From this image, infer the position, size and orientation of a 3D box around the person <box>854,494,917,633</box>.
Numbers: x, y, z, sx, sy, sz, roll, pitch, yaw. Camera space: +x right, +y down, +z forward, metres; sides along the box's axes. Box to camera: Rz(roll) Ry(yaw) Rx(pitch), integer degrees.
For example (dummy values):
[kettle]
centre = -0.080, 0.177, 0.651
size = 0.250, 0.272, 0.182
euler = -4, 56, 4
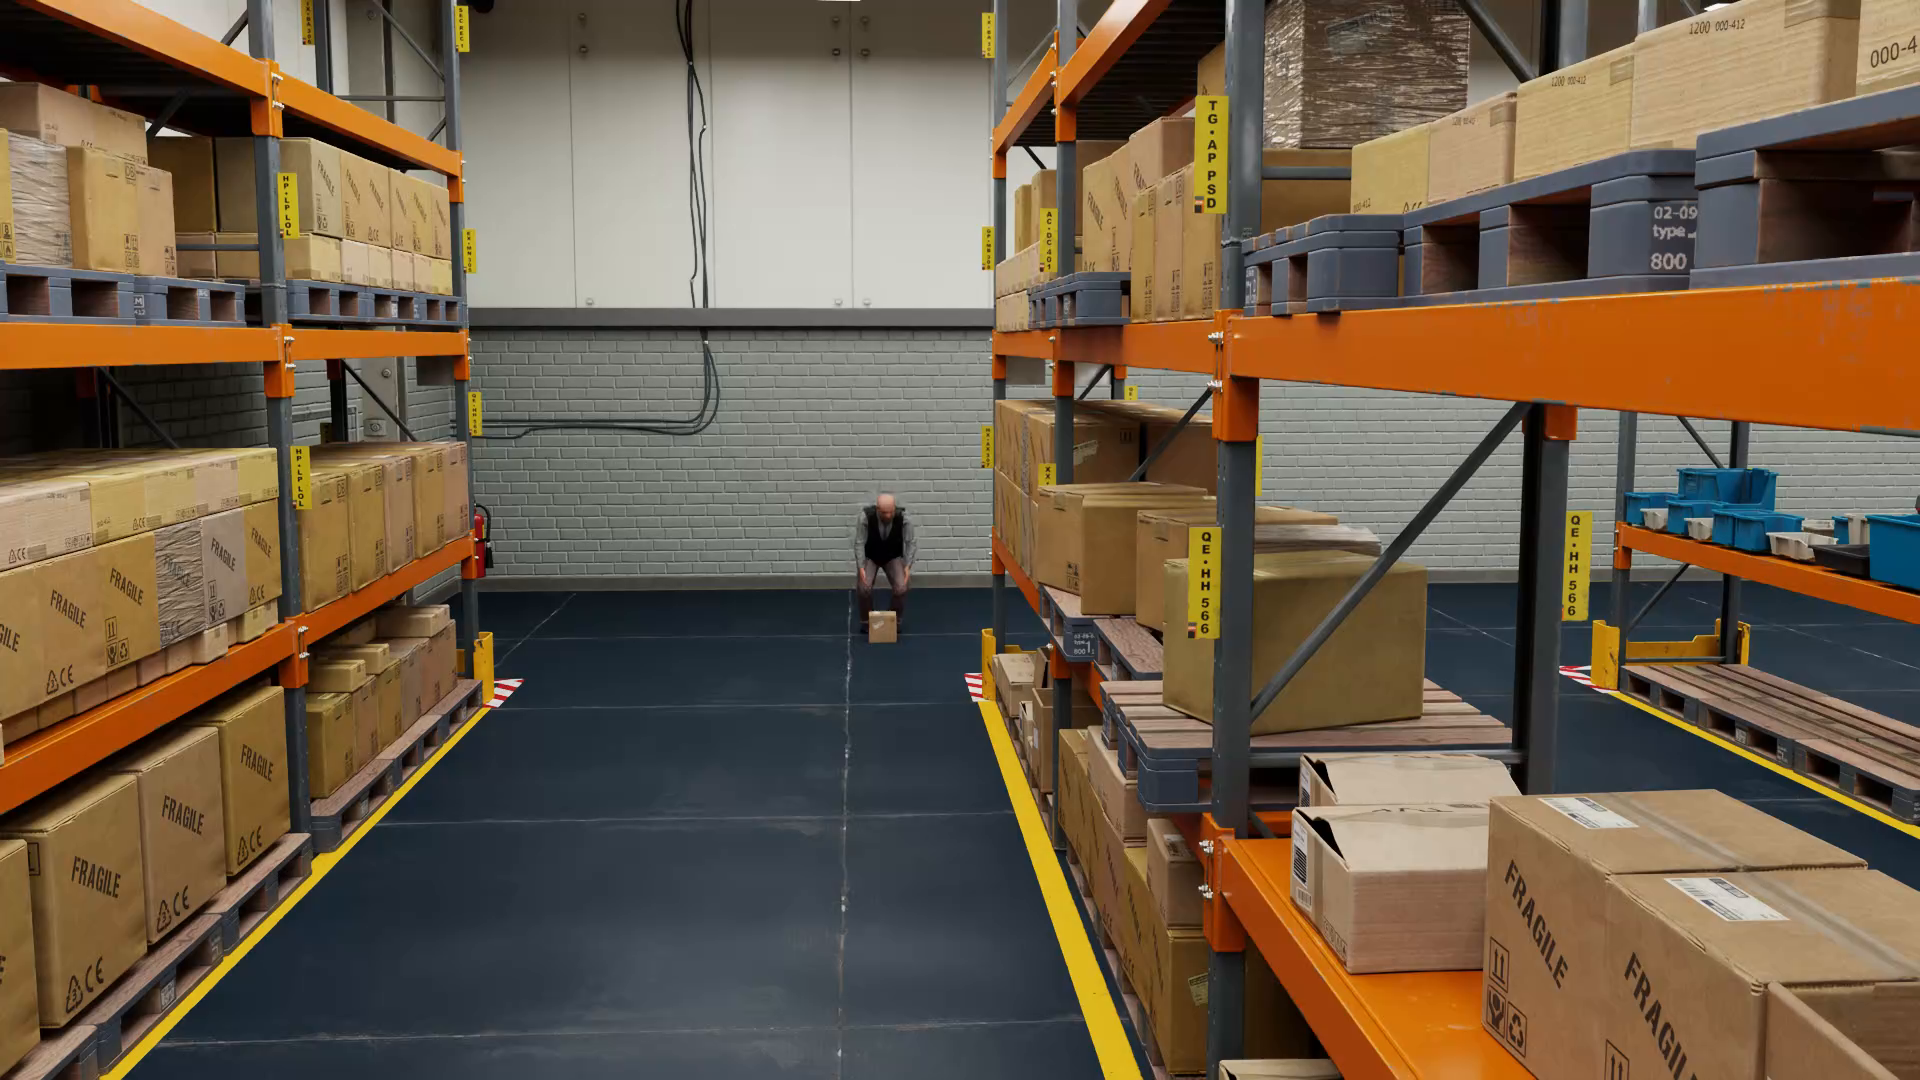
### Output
[person]
centre = -0.707, 0.210, 15.696
size = 0.590, 1.345, 0.743
euler = 0, 7, -4
